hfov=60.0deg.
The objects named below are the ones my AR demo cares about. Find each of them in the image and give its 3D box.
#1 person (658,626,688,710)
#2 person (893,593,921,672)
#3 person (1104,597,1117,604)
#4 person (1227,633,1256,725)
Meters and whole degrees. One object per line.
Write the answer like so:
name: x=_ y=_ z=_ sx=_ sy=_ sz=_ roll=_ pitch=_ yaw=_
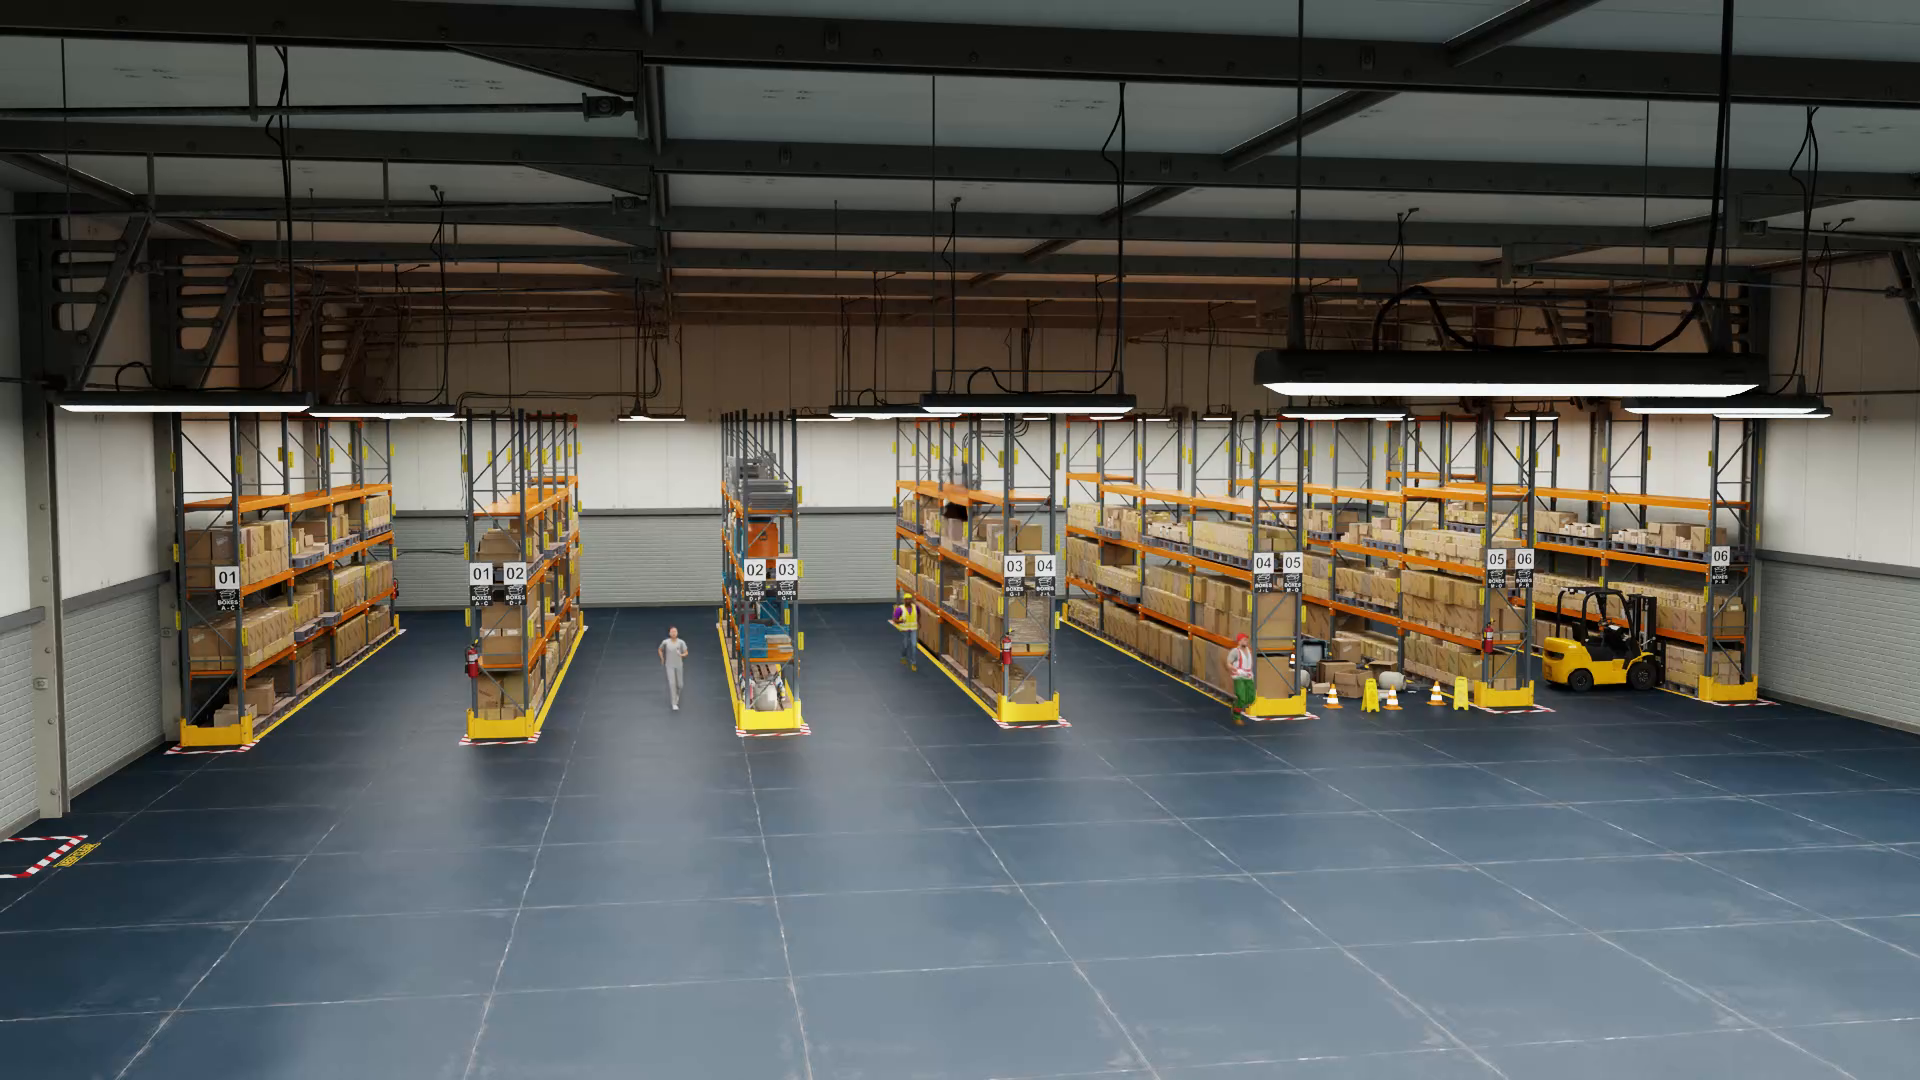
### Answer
person: x=-5.768 y=2.551 z=33.491 sx=0.575 sy=1.645 sz=0.914 roll=-1 pitch=4 yaw=-17
person: x=-1.212 y=2.124 z=38.751 sx=0.694 sy=1.788 sz=0.957 roll=-1 pitch=4 yaw=-13
person: x=4.387 y=1.441 z=49.945 sx=0.820 sy=1.613 sz=0.524 roll=0 pitch=4 yaw=-6
person: x=5.401 y=2.648 z=31.702 sx=0.676 sy=1.747 sz=0.559 roll=-3 pitch=5 yaw=-34
